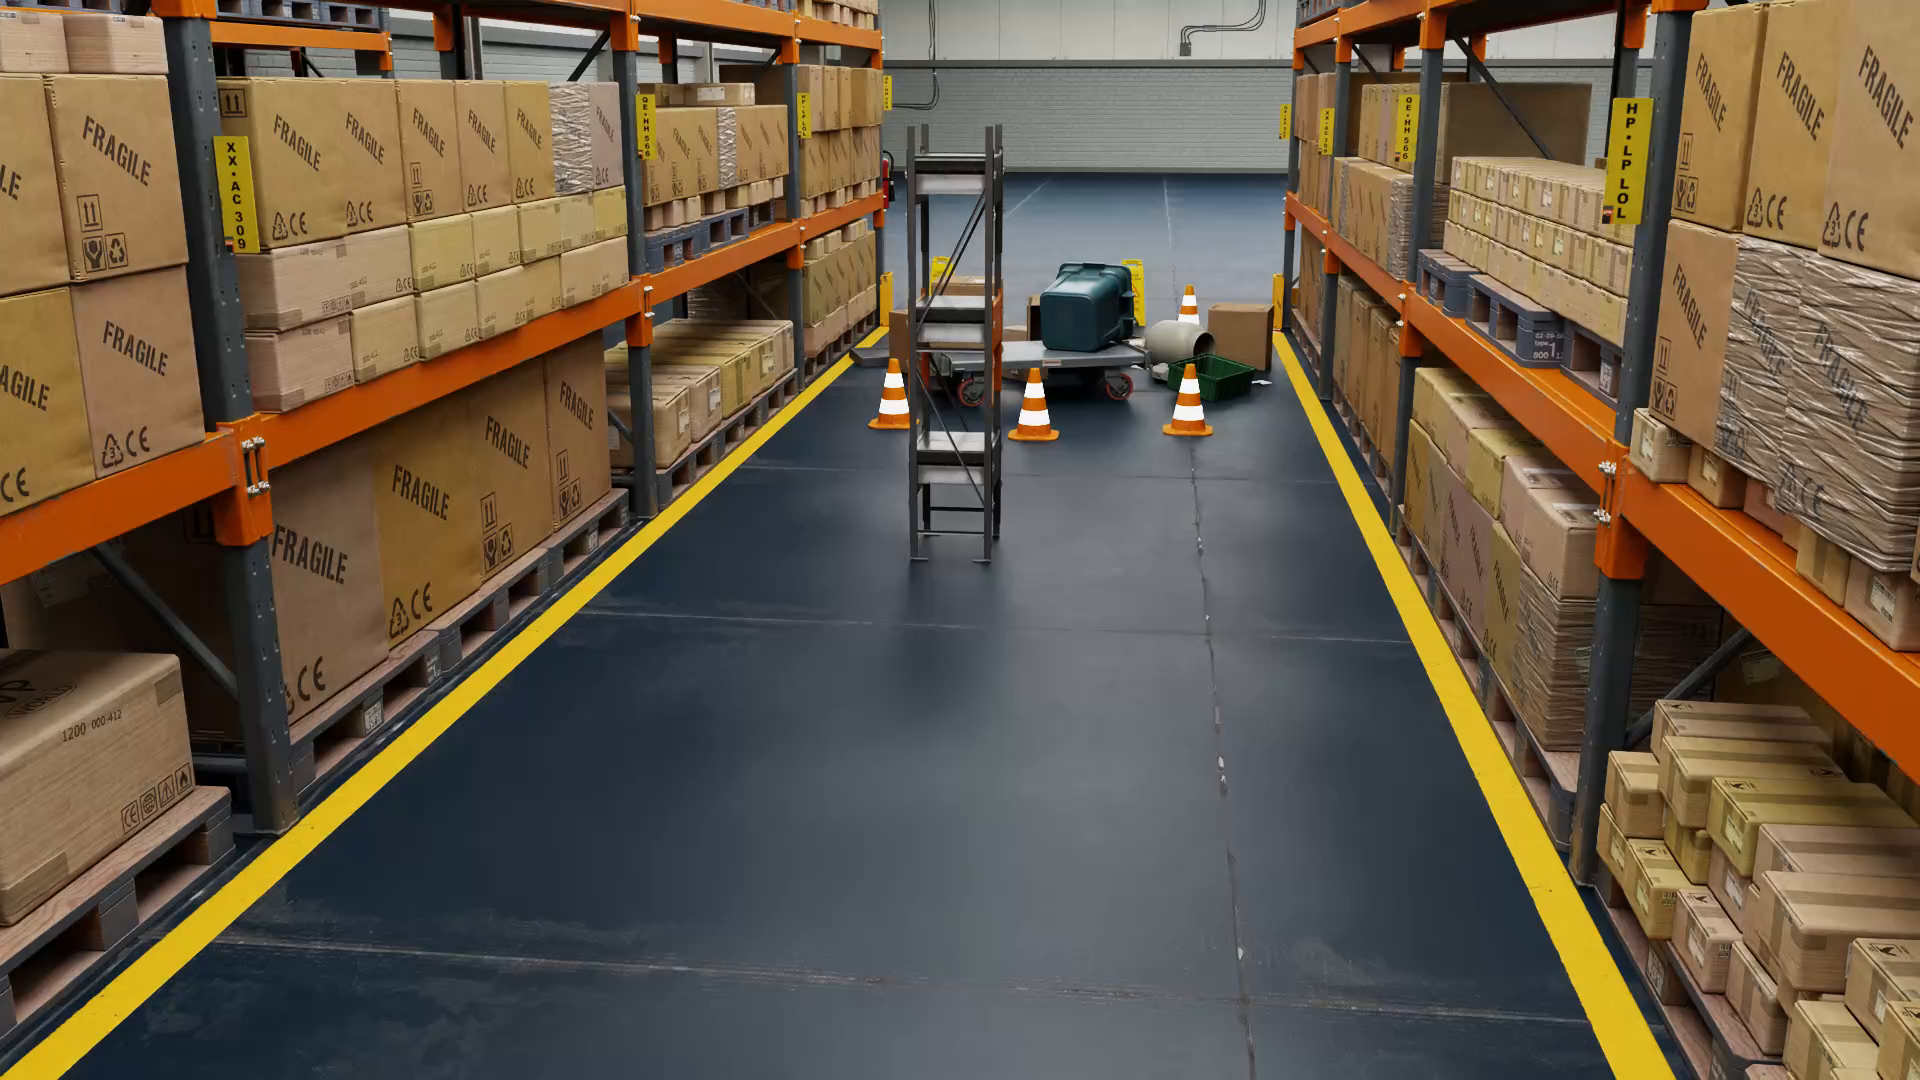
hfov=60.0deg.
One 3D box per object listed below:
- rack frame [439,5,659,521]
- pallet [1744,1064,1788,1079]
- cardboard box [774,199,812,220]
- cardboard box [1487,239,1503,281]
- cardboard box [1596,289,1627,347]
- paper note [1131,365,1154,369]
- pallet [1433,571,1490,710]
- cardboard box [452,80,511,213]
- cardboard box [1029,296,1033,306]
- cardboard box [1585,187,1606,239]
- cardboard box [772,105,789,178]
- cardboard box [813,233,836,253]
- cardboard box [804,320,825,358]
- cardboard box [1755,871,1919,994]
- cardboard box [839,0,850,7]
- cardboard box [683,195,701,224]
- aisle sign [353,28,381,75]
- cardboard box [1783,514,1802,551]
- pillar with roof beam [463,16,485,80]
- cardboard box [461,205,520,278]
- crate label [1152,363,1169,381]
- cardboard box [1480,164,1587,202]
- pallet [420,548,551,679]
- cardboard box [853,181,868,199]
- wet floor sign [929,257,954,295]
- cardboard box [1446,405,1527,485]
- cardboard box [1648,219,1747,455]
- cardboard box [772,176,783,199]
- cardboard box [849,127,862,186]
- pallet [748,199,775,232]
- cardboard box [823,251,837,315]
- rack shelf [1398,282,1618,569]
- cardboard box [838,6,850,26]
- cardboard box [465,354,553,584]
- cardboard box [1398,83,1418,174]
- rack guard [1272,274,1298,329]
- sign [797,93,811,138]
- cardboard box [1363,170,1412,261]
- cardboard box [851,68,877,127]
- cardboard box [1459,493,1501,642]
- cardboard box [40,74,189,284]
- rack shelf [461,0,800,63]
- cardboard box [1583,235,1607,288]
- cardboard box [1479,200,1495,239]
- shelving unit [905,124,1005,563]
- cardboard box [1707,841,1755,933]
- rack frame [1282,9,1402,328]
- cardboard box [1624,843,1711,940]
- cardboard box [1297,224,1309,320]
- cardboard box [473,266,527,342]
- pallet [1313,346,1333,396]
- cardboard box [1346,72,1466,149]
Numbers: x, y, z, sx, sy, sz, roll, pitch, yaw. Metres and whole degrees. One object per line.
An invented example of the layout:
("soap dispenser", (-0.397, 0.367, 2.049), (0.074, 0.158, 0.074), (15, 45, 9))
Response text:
("rack frame", (-2.165, -1.582, 8.765), (1.000, 3.000, 0.127), (2, 15, 6))
("pallet", (2.138, 1.414, 3.029), (1.003, 0.211, 1.213), (2, 15, 6))
("cardboard box", (-1.359, -2.570, 12.902), (0.380, 0.149, 0.250), (2, 15, 6))
("cardboard box", (2.397, -1.155, 6.863), (0.380, 0.149, 0.250), (2, 15, 8))
("cardboard box", (2.191, -0.682, 5.116), (0.380, 0.149, 0.250), (2, 15, 7))
("paper note", (1.552, -1.469, 14.050), (0.172, 0.023, 0.155), (7, 17, 25))
("pallet", (2.535, 0.402, 6.771), (1.003, 0.211, 1.213), (2, 15, 6))
("cardboard box", (-2.140, -1.578, 6.644), (0.500, 0.500, 0.500), (1, 15, 5))
("cardboard box", (1.056, -1.921, 14.804), (0.797, 0.503, 0.637), (-10, 18, -32))
("cardboard box", (2.226, -1.040, 5.299), (0.380, 0.149, 0.250), (1, 15, 4))
("cardboard box", (-1.537, -2.887, 12.027), (0.500, 0.500, 0.500), (1, 15, 5))
("cardboard box", (-1.248, -2.479, 13.867), (0.380, 0.149, 0.250), (2, 15, 8))
("cardboard box", (-1.378, -1.640, 13.443), (0.500, 0.250, 0.500), (1, 15, 4))
("cardboard box", (1.883, 0.813, 3.425), (0.380, 0.149, 0.250), (2, 15, 7))
("cardboard box", (-1.218, -4.639, 14.043), (0.500, 0.250, 0.500), (2, 15, 7))
("cardboard box", (-1.750, -1.955, 9.821), (0.380, 0.149, 0.250), (2, 15, 7))
("aisle sign", (-5.895, -5.065, 16.668), (0.394, 0.787, 0.004), (2, 15, 6))
("cardboard box", (1.987, -0.030, 3.506), (0.380, 0.149, 0.250), (1, 15, 4))
("pillar with roof beam", (-2.214, -7.973, 20.909), (9.100, 9.000, 0.400), (2, 15, 6))
("cardboard box", (-2.117, -1.216, 6.744), (0.500, 0.250, 0.500), (1, 15, 5))
("crate label", (1.700, -1.338, 13.349), (0.298, 0.136, 0.250), (-10, 18, -32))
("cardboard box", (2.430, -1.515, 7.055), (0.380, 0.149, 0.250), (1, 15, 4))
("pallet", (-2.469, 0.282, 7.215), (1.003, 0.211, 1.213), (2, 15, 6))
("cardboard box", (-1.059, -3.230, 15.341), (0.380, 0.149, 0.250), (2, 15, 7))
("wet floor sign", (-0.177, -2.538, 16.812), (0.267, 0.644, 0.232), (7, 17, 25))
("cardboard box", (2.321, -0.389, 6.902), (0.500, 0.250, 0.500), (2, 15, 7))
("cardboard box", (2.008, -0.496, 3.987), (0.500, 0.500, 0.500), (1, 15, 5))
("cardboard box", (-1.497, -2.559, 12.057), (0.380, 0.149, 0.250), (2, 15, 7))
("cardboard box", (-1.170, -3.440, 14.877), (0.500, 0.500, 0.500), (2, 15, 6))
("pallet", (-1.944, -2.333, 11.910), (1.003, 0.211, 1.213), (2, 15, 6))
("cardboard box", (-1.330, -2.141, 13.860), (0.500, 0.500, 0.500), (2, 15, 9))
("rack shelf", (2.540, -0.596, 6.499), (1.077, 0.370, 4.000), (2, 15, 6))
("cardboard box", (-1.153, -4.483, 14.229), (0.380, 0.149, 0.250), (2, 15, 6))
("cardboard box", (-2.430, -0.351, 7.479), (0.875, 0.875, 0.875), (2, 15, 7))
("cardboard box", (2.937, -2.374, 9.587), (0.700, 0.500, 0.500), (1, 15, 5))
("rack guard", (3.671, -2.337, 16.346), (1.175, 0.500, 0.348), (2, 15, 6))
("sign", (-1.161, -3.163, 12.394), (0.100, 0.325, 0.005), (2, 15, 6))
("cardboard box", (2.663, -1.894, 9.729), (0.500, 0.500, 0.500), (1, 15, 5))
("cardboard box", (-1.122, -3.926, 14.758), (0.700, 0.500, 0.500), (2, 15, 6))
("cardboard box", (2.268, 0.114, 6.479), (0.500, 0.500, 0.500), (1, 15, 5))
("cardboard box", (-2.395, -0.945, 4.303), (0.500, 0.500, 0.500), (2, 15, 6))
("rack shelf", (-1.939, -3.201, 10.386), (1.077, 0.370, 4.000), (2, 15, 6))
("cardboard box", (2.222, -0.891, 5.319), (0.380, 0.149, 0.250), (2, 15, 9))
("cardboard box", (2.428, -1.363, 7.062), (0.380, 0.149, 0.250), (2, 15, 7))
("shelving unit", (-0.019, -0.971, 8.229), (0.431, 2.100, 0.503), (2, 15, 6))
("cardboard box", (2.024, 0.822, 3.962), (0.380, 0.149, 0.250), (2, 15, 6))
("rack frame", (3.668, -3.537, 15.996), (1.000, 3.000, 0.127), (2, 15, 6))
("cardboard box", (1.924, 0.903, 4.234), (0.380, 0.149, 0.250), (2, 15, 8))
("cardboard box", (3.657, -2.536, 15.561), (0.875, 0.875, 0.875), (2, 15, 7))
("cardboard box", (-2.108, -0.974, 6.806), (0.500, 0.250, 0.500), (1, 15, 5))
("pallet", (3.380, -1.348, 13.245), (1.003, 0.211, 1.213), (2, 15, 6))
("cardboard box", (3.292, -3.188, 12.349), (0.875, 0.550, 0.550), (2, 15, 6))
